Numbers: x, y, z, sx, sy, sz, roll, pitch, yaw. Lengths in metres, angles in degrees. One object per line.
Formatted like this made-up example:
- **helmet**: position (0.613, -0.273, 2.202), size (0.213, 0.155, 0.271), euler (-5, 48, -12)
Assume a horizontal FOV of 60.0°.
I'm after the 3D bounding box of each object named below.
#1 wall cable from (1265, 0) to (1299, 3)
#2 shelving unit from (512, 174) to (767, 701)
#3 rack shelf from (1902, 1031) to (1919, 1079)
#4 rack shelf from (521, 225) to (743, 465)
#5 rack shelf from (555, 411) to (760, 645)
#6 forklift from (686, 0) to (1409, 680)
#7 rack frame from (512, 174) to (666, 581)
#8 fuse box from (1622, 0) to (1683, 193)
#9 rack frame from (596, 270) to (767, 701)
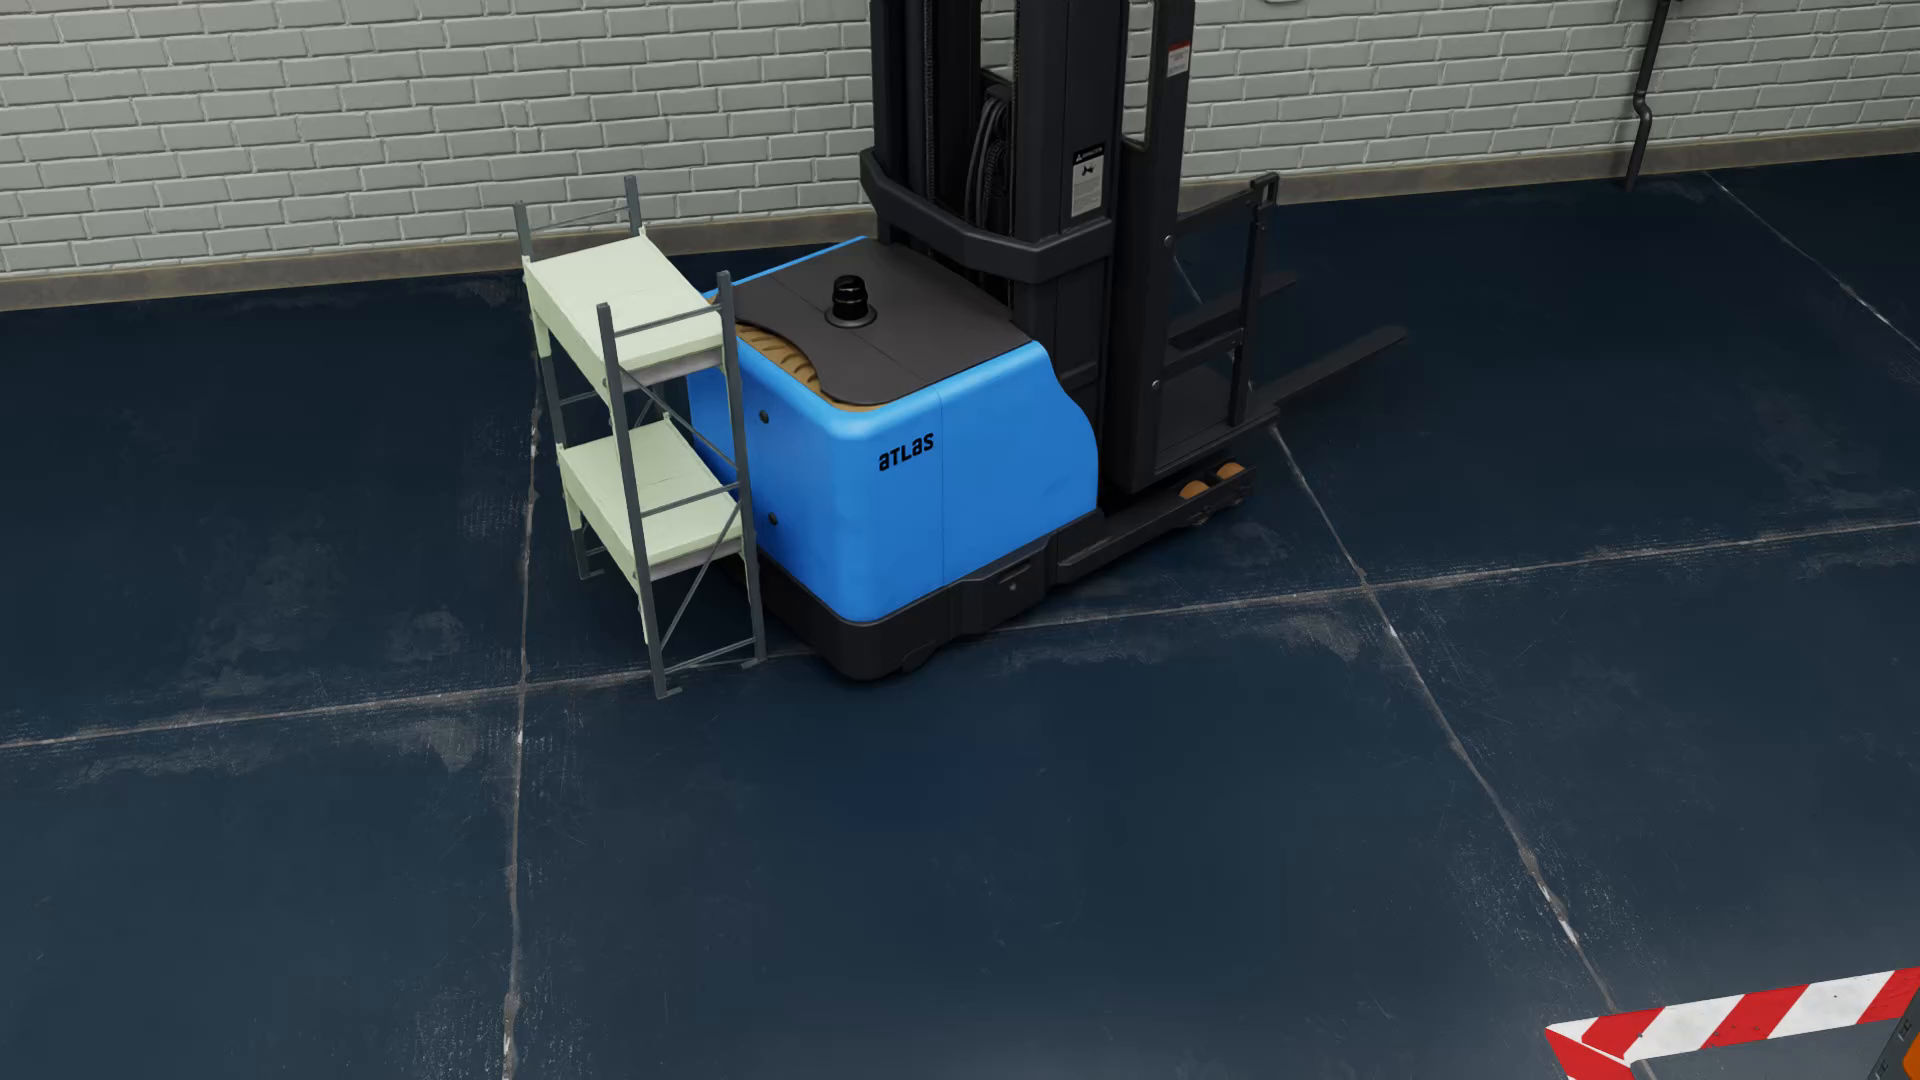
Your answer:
- **wall cable**: position (1.380, -3.249, 7.133), size (0.585, 1.953, 0.123), euler (-6, 38, -8)
- **shelving unit**: position (-1.025, -0.316, 5.434), size (0.431, 1.500, 0.755), euler (-20, 42, -23)
- **rack shelf**: position (2.742, 2.060, 1.740), size (1.077, 0.370, 4.000), euler (-6, 38, -8)
- **rack shelf**: position (-1.025, -0.624, 5.195), size (0.431, 0.370, 0.720), euler (-20, 42, -23)
- **rack shelf**: position (-1.025, -0.058, 5.634), size (0.431, 0.370, 0.720), euler (-20, 42, -23)
- **forklift**: position (0.513, -1.442, 5.717), size (3.031, 2.935, 1.130), euler (-26, 45, -30)
- **rack frame**: position (-1.210, -0.510, 5.684), size (0.400, 1.500, 0.023), euler (-20, 42, -23)
- **fuse box**: position (3.474, -2.464, 8.027), size (0.539, 1.711, 0.414), euler (-6, 38, -8)
- **rack frame**: position (-0.841, -0.122, 5.184), size (0.400, 1.500, 0.023), euler (-20, 42, -23)
